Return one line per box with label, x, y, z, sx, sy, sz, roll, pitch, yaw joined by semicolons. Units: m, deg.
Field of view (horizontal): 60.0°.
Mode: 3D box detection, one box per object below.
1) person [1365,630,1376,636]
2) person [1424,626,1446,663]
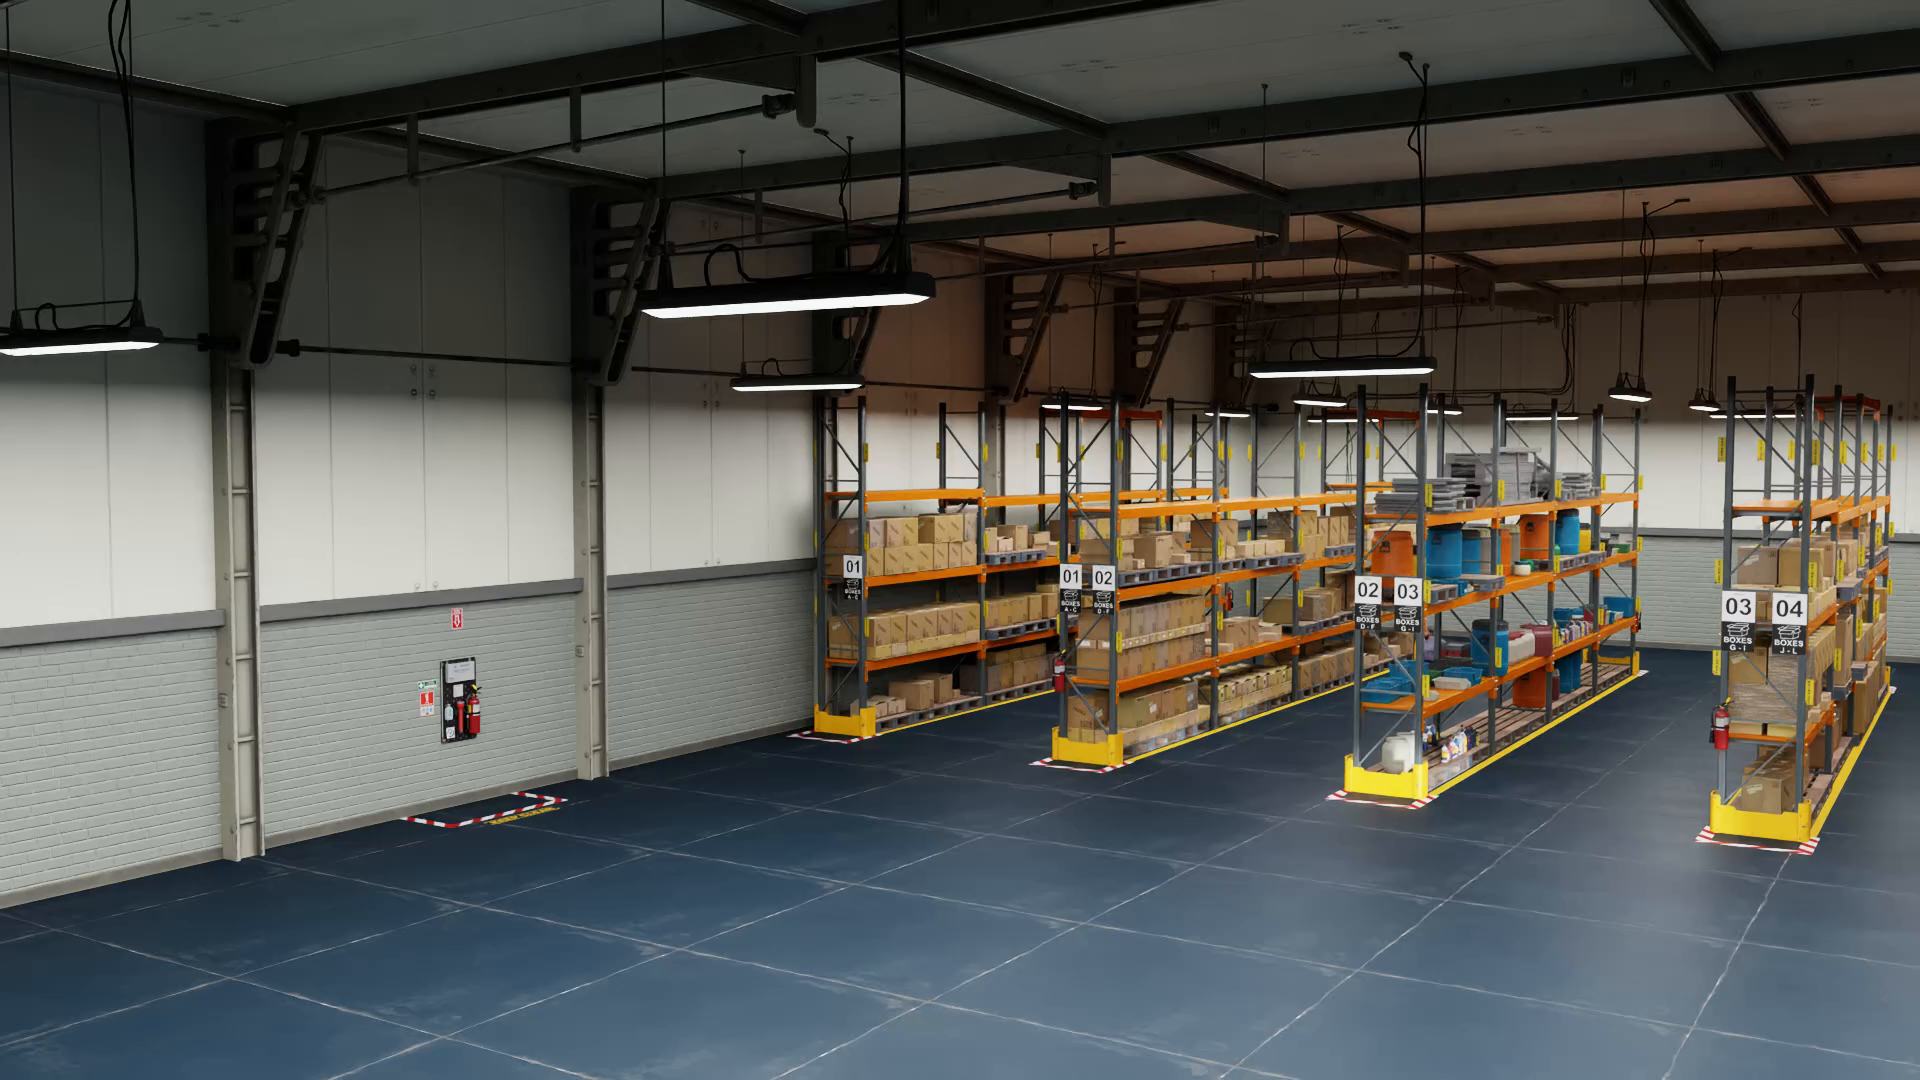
person;10.621;1.881;42.836;0.528;1.742;0.900;-1;3;-22
person;9.445;2.480;33.185;0.658;1.562;0.741;3;4;41
